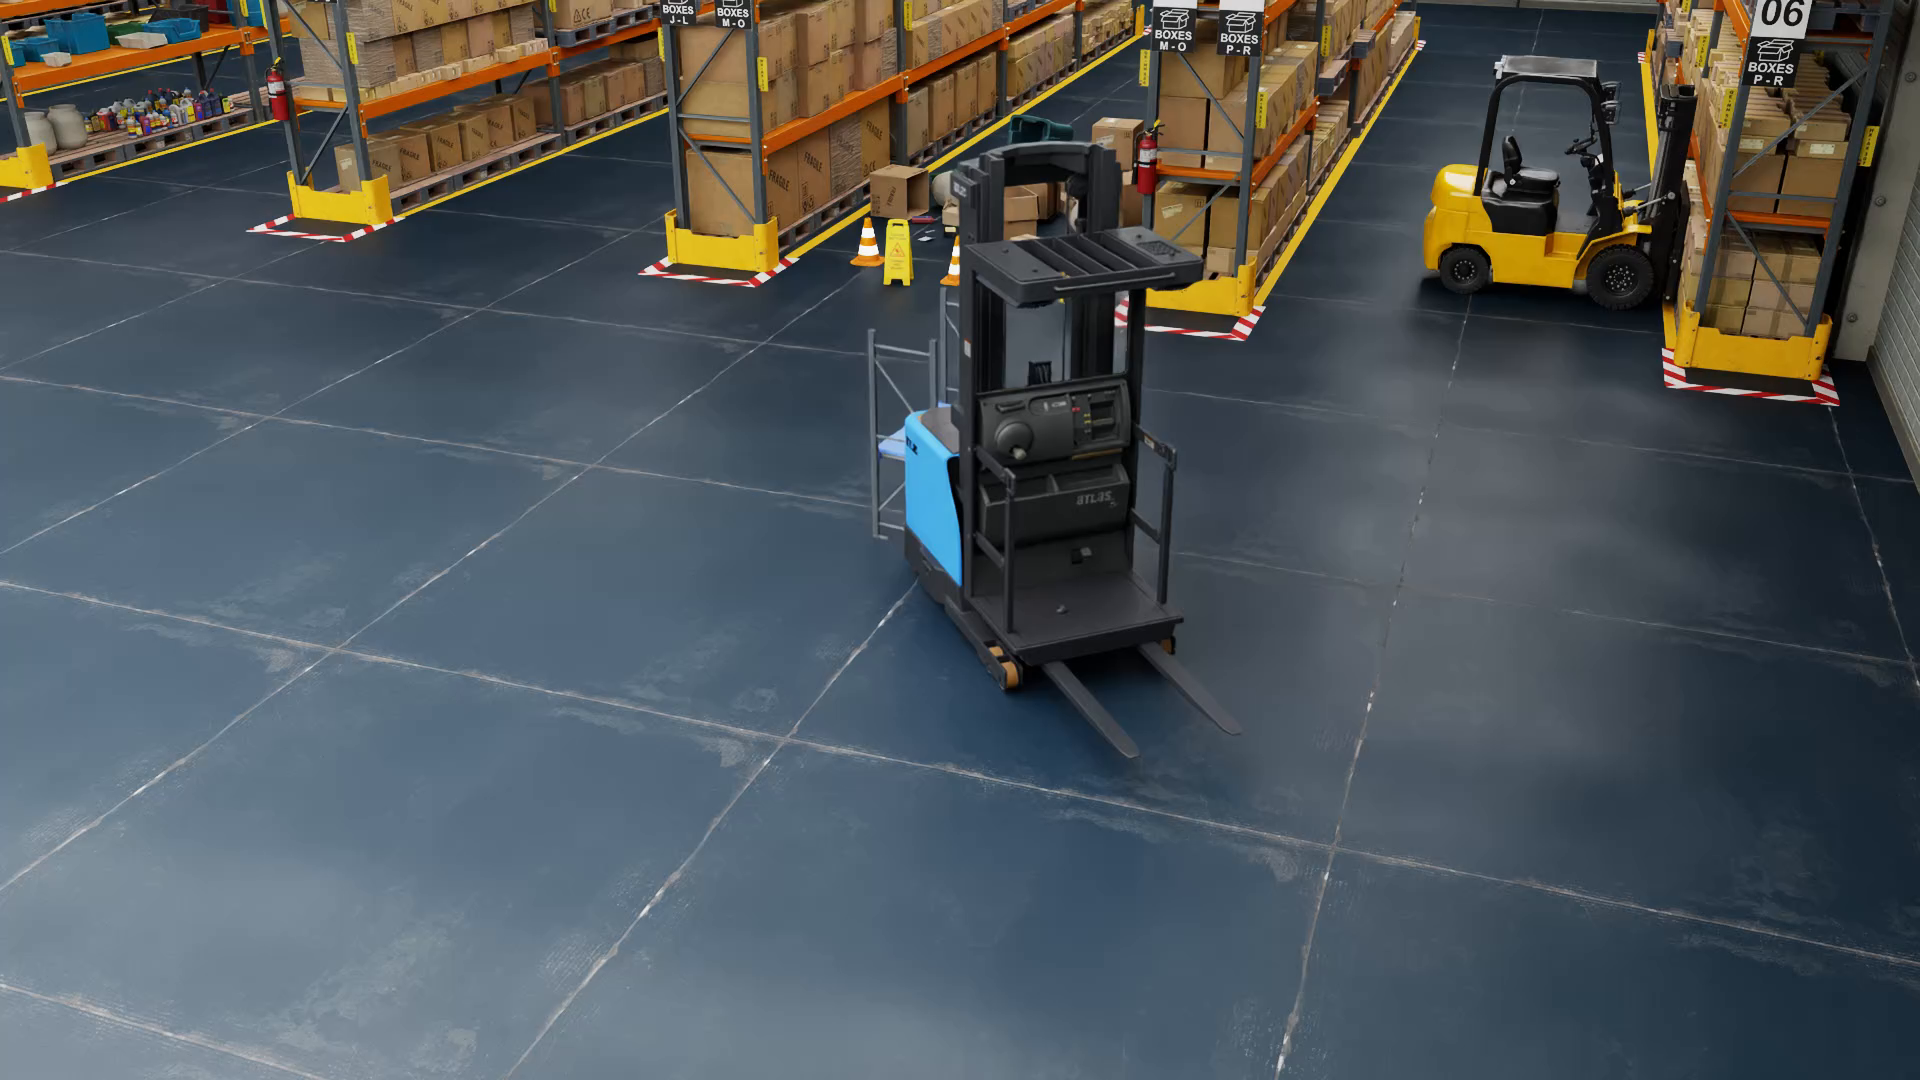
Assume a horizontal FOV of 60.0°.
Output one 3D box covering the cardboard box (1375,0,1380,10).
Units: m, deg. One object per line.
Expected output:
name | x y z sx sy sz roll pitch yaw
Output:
cardboard box | 5.638 -7.630 23.388 0.500 0.250 0.500 9 27 17

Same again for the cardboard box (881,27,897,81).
cardboard box | -1.258 -5.831 19.903 0.875 0.550 0.550 9 27 17

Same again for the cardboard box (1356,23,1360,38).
cardboard box | 4.937 -6.561 21.389 0.380 0.149 0.250 9 27 17

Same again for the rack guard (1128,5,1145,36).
rack guard | 2.822 -9.692 30.918 1.175 0.500 0.348 9 27 17

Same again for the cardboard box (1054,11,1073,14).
cardboard box | 1.754 -9.109 28.952 0.380 0.149 0.250 8 27 16

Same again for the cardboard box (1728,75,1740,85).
cardboard box | 7.431 -4.260 15.629 0.380 0.149 0.250 9 27 18

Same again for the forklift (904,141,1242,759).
forklift | 0.639 -0.654 9.460 1.130 2.935 3.031 -10 27 -19

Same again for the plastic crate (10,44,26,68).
plastic crate | -11.907 -5.935 20.459 0.499 0.251 0.616 9 27 17

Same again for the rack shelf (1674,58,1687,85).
rack shelf | 8.903 -5.021 19.227 1.077 0.370 4.000 9 27 17

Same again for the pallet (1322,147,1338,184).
pallet | 4.217 -4.809 21.164 1.003 0.211 1.213 9 27 17

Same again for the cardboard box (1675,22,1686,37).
cardboard box | 9.425 -6.568 21.403 0.380 0.149 0.250 9 27 18

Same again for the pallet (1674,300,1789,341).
pallet | 7.121 -1.944 15.247 1.003 0.211 1.213 9 27 17

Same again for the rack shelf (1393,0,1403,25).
rack shelf | 6.883 -9.027 27.500 1.077 0.370 4.000 9 27 17

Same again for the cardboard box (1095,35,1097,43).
cardboard box | 2.156 -8.660 28.707 0.380 0.149 0.250 8 27 15

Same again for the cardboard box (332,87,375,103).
cardboard box | -6.801 -5.004 18.654 0.380 0.149 0.250 9 27 17

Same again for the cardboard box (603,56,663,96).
cardboard box | -4.835 -6.887 24.619 0.700 0.500 0.500 6 27 13

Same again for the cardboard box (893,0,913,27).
cardboard box | -0.987 -6.617 20.436 0.700 0.500 0.500 8 27 17

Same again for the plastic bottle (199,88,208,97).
plastic bottle | -10.539 -6.117 23.199 0.144 0.351 0.185 9 27 17

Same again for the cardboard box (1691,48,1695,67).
cardboard box | 8.685 -5.545 19.083 0.500 0.250 0.500 9 27 18

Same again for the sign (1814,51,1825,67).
sign | 8.761 -4.868 17.002 0.100 0.325 0.005 9 27 17

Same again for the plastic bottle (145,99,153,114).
plastic bottle | -11.197 -5.951 22.949 0.097 0.271 0.097 0 26 0

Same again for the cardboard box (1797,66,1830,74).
cardboard box | 8.194 -4.499 16.123 0.380 0.149 0.250 8 27 16

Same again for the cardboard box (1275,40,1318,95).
cardboard box | 3.642 -5.201 18.318 0.500 0.500 0.500 8 27 16

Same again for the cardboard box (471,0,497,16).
cardboard box | -6.013 -6.671 20.206 0.500 0.500 0.500 9 27 17

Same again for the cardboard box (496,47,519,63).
cardboard box | -5.794 -6.120 20.959 0.380 0.149 0.250 9 27 17

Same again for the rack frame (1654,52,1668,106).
rack frame | 10.899 -7.810 24.163 1.000 3.000 0.127 9 27 17

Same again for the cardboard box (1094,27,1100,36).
cardboard box | 2.191 -8.790 28.633 0.380 0.149 0.250 10 28 20

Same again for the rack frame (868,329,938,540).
rack frame | -0.373 -0.655 11.106 0.500 1.500 0.032 13 29 24

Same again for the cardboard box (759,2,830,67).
cardboard box | -1.907 -5.424 17.822 0.875 0.550 0.550 9 27 17

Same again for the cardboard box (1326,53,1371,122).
cardboard box | 5.195 -6.389 23.184 0.875 0.875 0.875 8 27 17

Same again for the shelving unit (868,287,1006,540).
shelving unit | -0.142 -0.853 11.513 0.538 1.500 1.048 13 29 24

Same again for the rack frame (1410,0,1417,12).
rack frame | 7.549 -10.172 29.041 1.000 3.000 0.127 9 27 17

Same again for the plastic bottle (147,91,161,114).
plastic bottle | -11.183 -6.053 23.068 0.144 0.351 0.185 8 27 15

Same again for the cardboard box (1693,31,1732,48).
cardboard box | 8.554 -5.682 18.907 0.380 0.149 0.250 8 27 16

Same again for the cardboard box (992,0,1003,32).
cardboard box | 0.288 -7.382 23.163 0.500 0.500 0.500 9 27 17

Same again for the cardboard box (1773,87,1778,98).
cardboard box | 8.006 -4.274 16.000 0.380 0.149 0.250 10 27 19

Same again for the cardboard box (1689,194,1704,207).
cardboard box | 7.264 -3.141 16.046 0.500 0.250 0.500 8 27 16

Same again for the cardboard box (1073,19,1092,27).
cardboard box | 2.011 -8.706 28.119 0.380 0.149 0.250 8 27 17

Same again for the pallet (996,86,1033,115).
pallet | 0.446 -6.627 24.918 1.003 0.211 1.213 9 27 17

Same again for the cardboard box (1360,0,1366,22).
cardboard box | 4.997 -7.026 21.604 0.500 0.500 0.500 8 27 16

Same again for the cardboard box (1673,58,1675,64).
cardboard box | 10.510 -6.932 23.991 0.380 0.149 0.250 8 27 16

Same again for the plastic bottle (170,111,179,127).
plastic bottle | -10.646 -5.698 22.506 0.097 0.201 0.097 0 26 0

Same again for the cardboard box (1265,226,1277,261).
cardboard box | 2.930 -3.049 17.001 0.500 0.250 0.500 10 27 19

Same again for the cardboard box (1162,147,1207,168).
cardboard box | 2.147 -3.669 15.897 0.380 0.149 0.250 10 27 19

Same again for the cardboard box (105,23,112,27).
cardboard box | -14.079 -8.291 27.186 0.500 0.311 0.500 9 27 17

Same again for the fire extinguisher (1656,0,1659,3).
fire extinguisher | 11.844 -9.379 27.919 0.296 0.674 0.183 9 27 17

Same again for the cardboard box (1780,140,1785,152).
cardboard box | 7.485 -3.304 14.742 0.500 0.500 0.500 10 27 19

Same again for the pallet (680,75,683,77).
pallet | -4.125 -7.380 26.473 1.003 0.211 1.213 9 27 17

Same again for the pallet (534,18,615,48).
pallet | -5.398 -6.885 22.471 1.003 0.211 1.213 9 27 17

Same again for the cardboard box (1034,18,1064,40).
cardboard box | 1.323 -8.054 26.192 0.500 0.250 0.500 10 28 20

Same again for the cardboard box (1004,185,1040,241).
cardboard box | 0.421 -3.563 18.254 0.797 0.503 0.637 -9 27 -18

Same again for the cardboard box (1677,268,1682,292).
cardboard box | 7.114 -2.476 15.820 0.500 0.250 0.500 9 27 18

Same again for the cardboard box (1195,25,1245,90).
cardboard box | 2.364 -4.675 16.083 0.700 0.500 0.500 9 27 18

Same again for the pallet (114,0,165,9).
pallet | -16.814 -11.167 34.295 1.003 0.211 1.213 9 27 17
